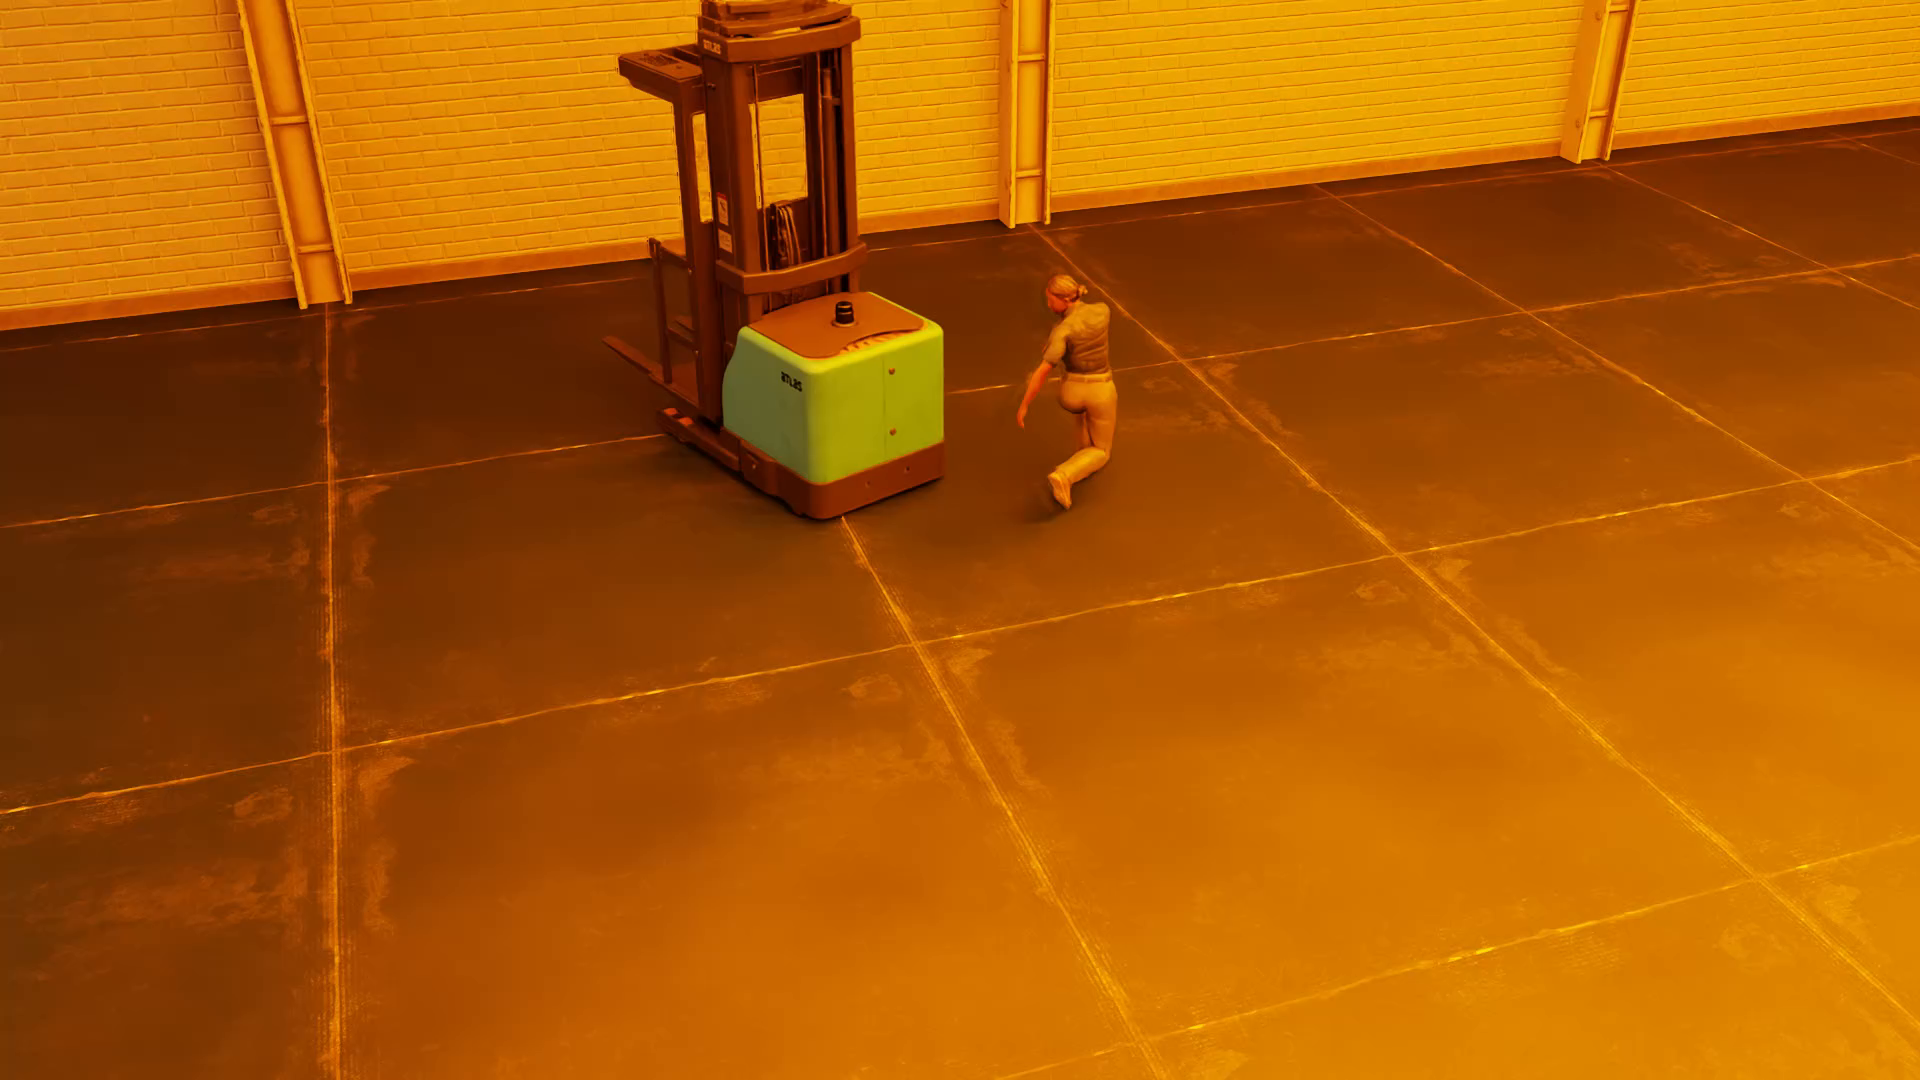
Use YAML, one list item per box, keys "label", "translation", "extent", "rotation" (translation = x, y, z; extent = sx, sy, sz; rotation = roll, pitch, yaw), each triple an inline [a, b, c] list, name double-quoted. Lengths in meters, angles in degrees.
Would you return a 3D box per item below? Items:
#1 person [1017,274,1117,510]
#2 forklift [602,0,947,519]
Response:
- label: "person"
  translation: [0.677, -0.935, 10.286]
  extent: [0.592, 1.435, 0.862]
  rotation: [4, 30, 8]
- label: "forklift"
  translation: [-1.402, -2.065, 10.676]
  extent: [1.130, 2.935, 3.031]
  rotation: [-22, 37, -33]
